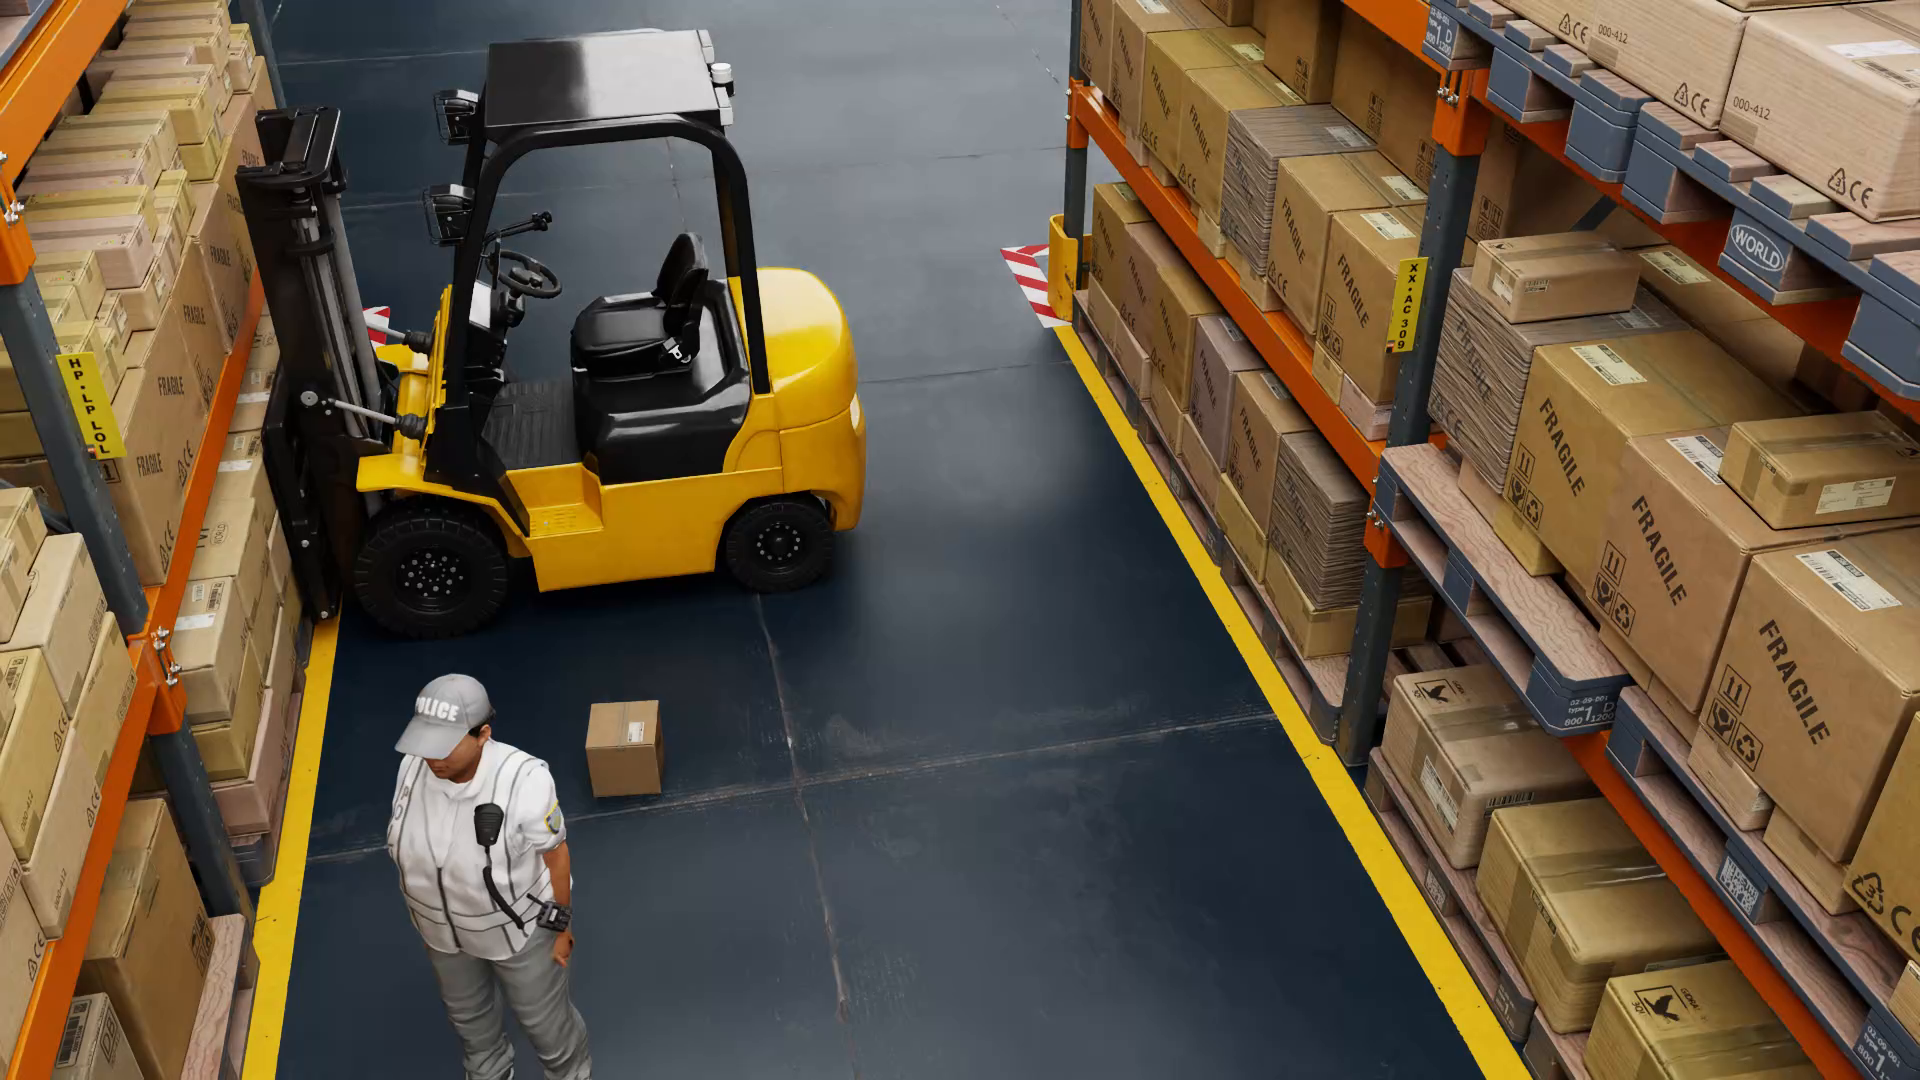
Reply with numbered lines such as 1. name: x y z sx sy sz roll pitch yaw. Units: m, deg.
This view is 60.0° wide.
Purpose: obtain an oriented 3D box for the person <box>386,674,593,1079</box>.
1. person: -1.307 1.052 4.615 0.488 1.668 0.395 7 35 10
